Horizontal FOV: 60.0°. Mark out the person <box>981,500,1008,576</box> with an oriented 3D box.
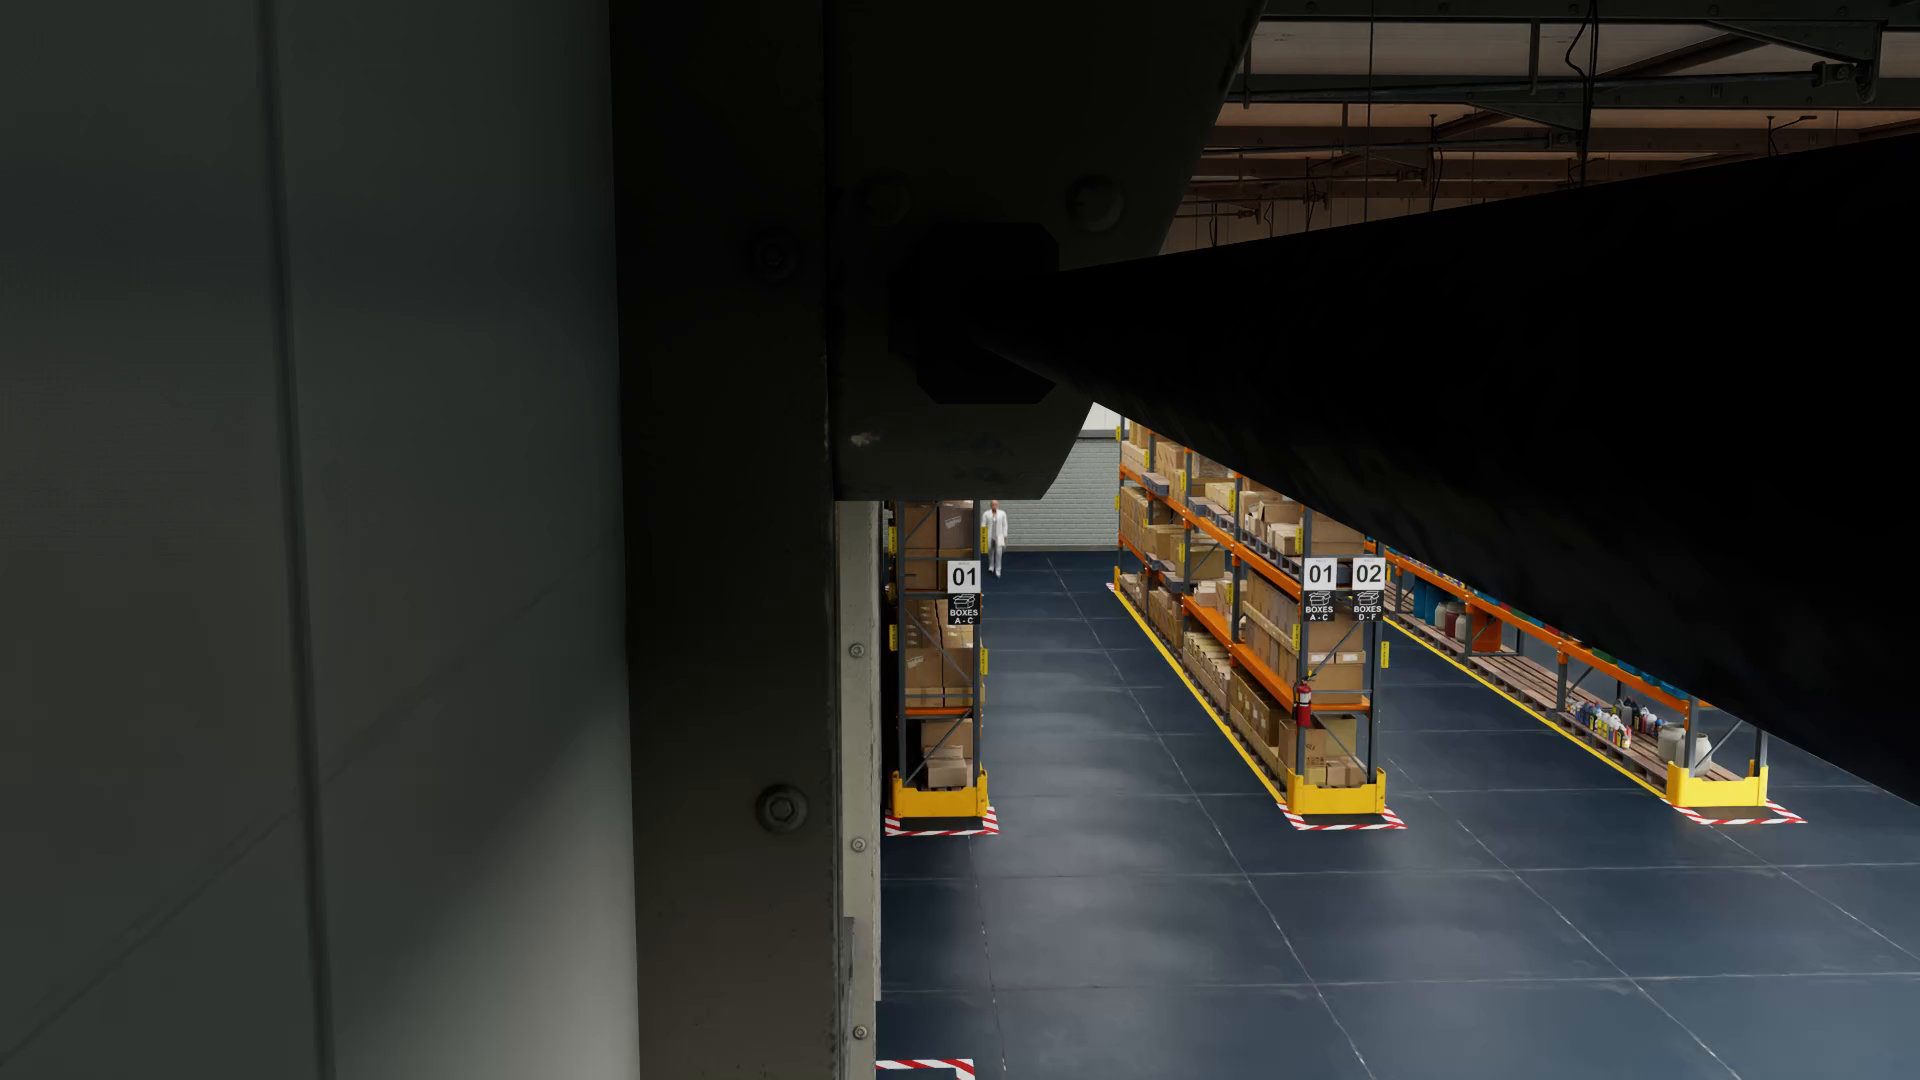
[{"bbox_3d":[0.787,-0.063,38.389,0.623,1.717,1.158,0,8,1],"label":"person"}]
